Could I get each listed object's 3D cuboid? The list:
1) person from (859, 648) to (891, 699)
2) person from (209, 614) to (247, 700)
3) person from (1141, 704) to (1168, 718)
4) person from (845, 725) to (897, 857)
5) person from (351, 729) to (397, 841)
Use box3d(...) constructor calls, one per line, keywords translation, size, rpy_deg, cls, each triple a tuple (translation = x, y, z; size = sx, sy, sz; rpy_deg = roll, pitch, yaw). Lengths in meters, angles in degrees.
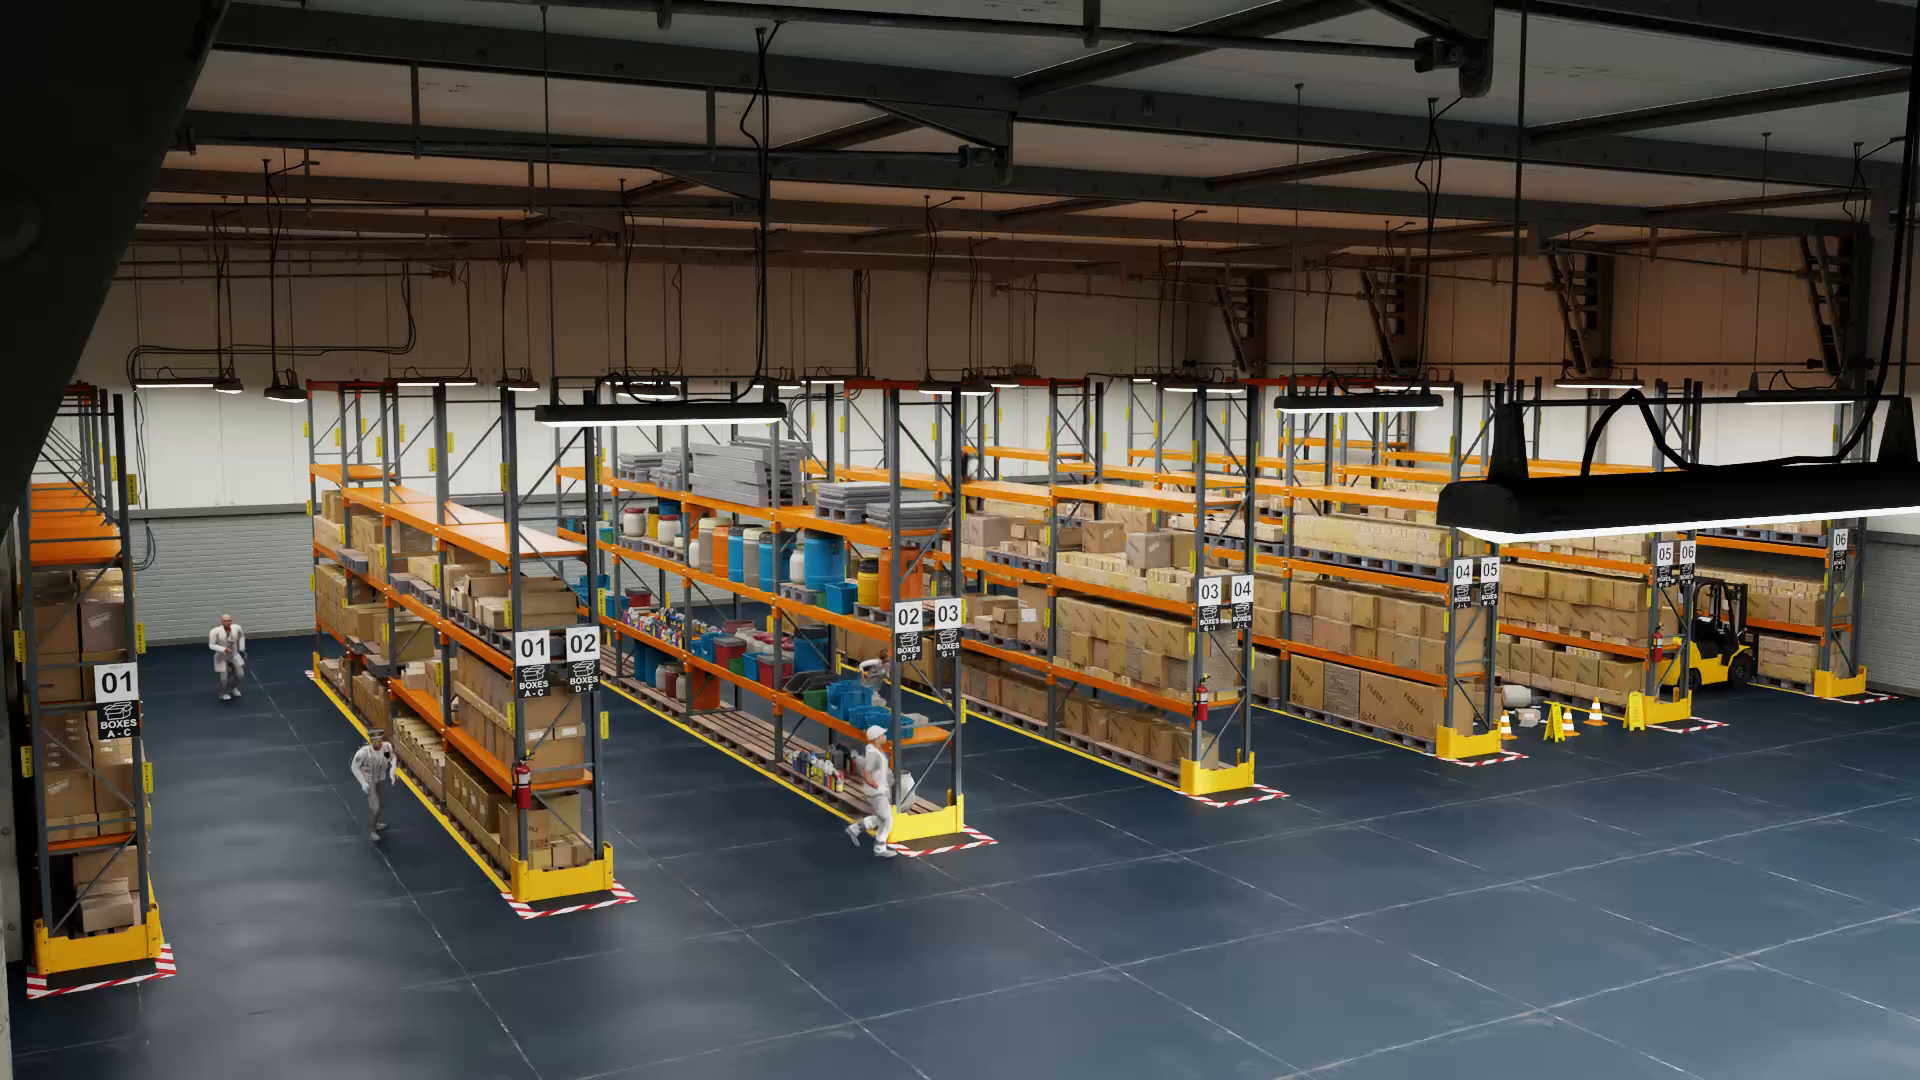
box3d(translation=(-1.533, 2.583, 28.423), size=(0.907, 1.546, 0.585), rpy_deg=(5, 8, 41), cls="person")
box3d(translation=(-13.698, 2.245, 31.122), size=(0.703, 1.569, 0.849), rpy_deg=(-5, 8, -41), cls="person")
box3d(translation=(3.491, 2.424, 28.930), size=(0.802, 1.728, 0.663), rpy_deg=(2, 6, 16), cls="person")
box3d(translation=(-1.144, 3.213, 21.201), size=(0.665, 1.741, 0.674), rpy_deg=(0, 6, -2), cls="person")
box3d(translation=(-7.833, 3.229, 22.213), size=(0.797, 1.541, 0.662), rpy_deg=(4, 7, 35), cls="person")
